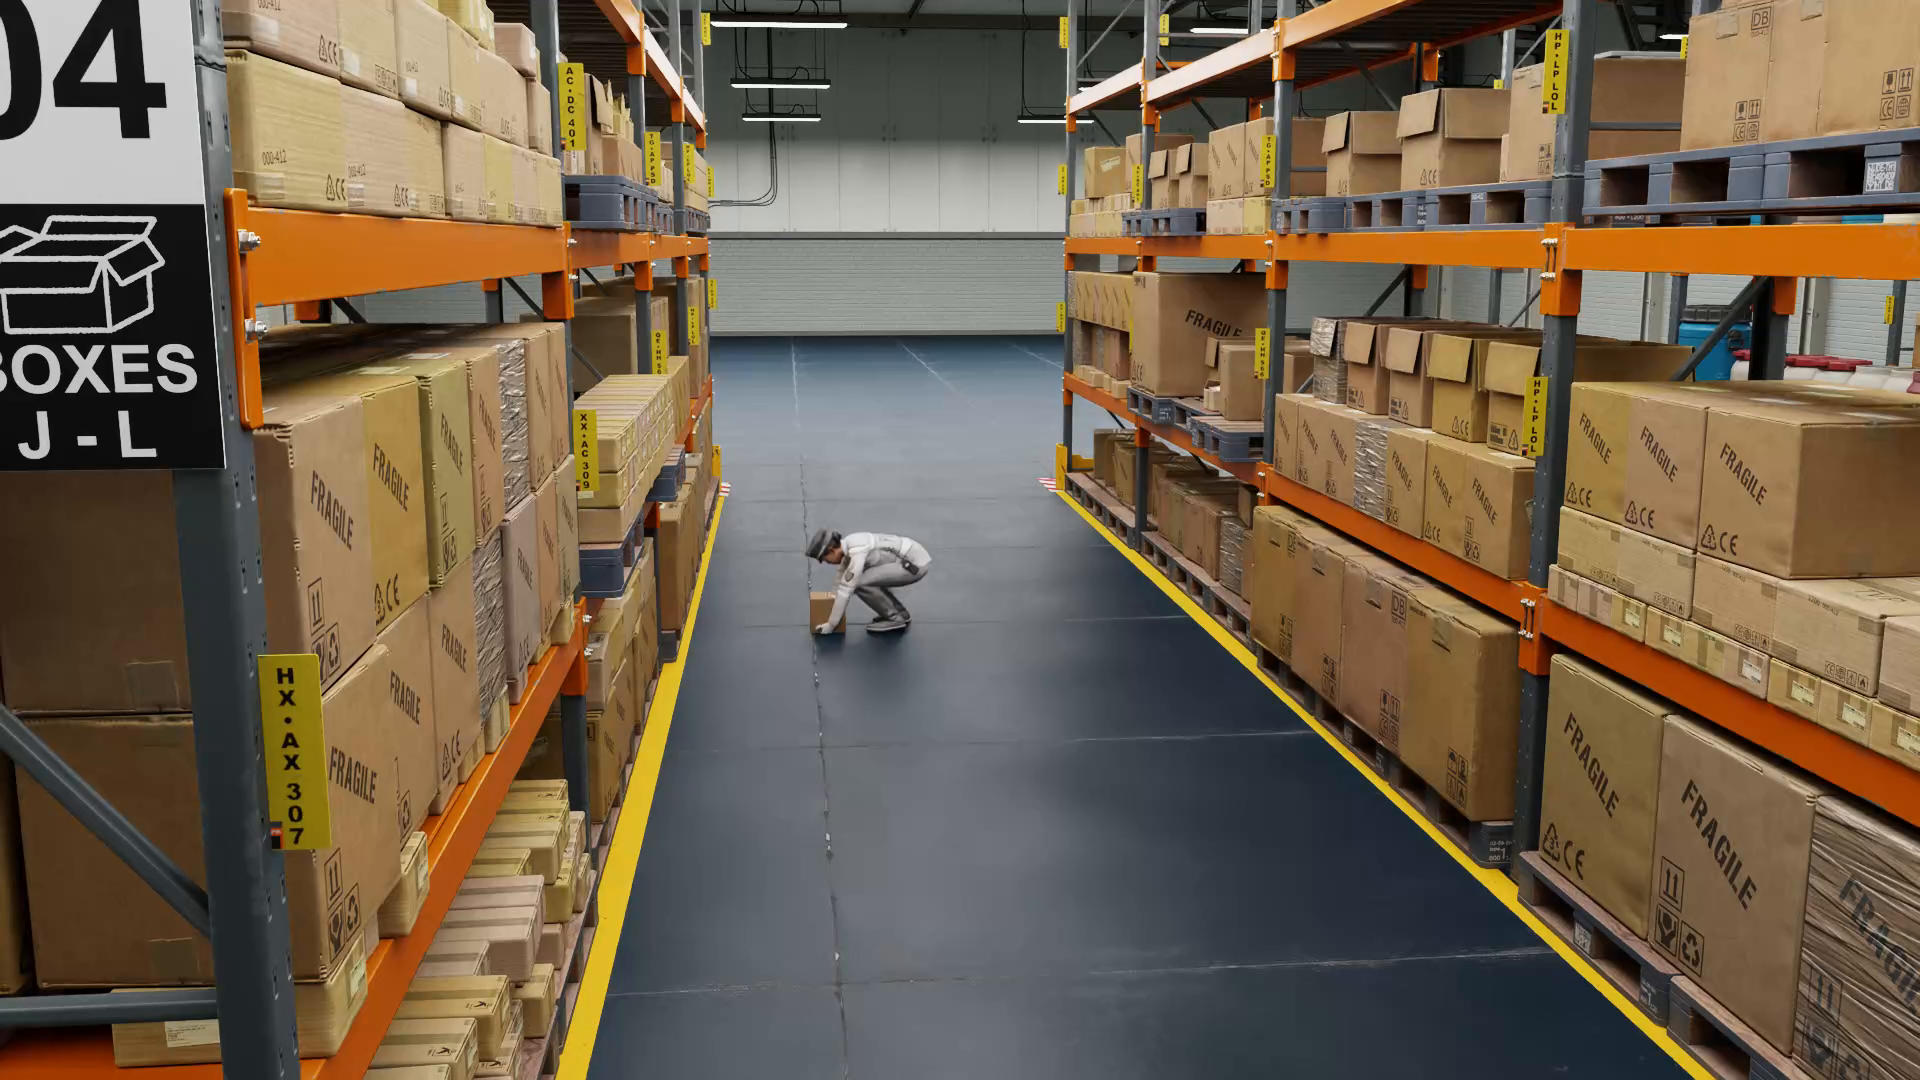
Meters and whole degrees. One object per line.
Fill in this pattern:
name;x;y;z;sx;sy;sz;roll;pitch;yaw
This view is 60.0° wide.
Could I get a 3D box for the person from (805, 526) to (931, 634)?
person;-0.661;0.275;11.988;0.907;0.781;0.454;-1;10;-7
